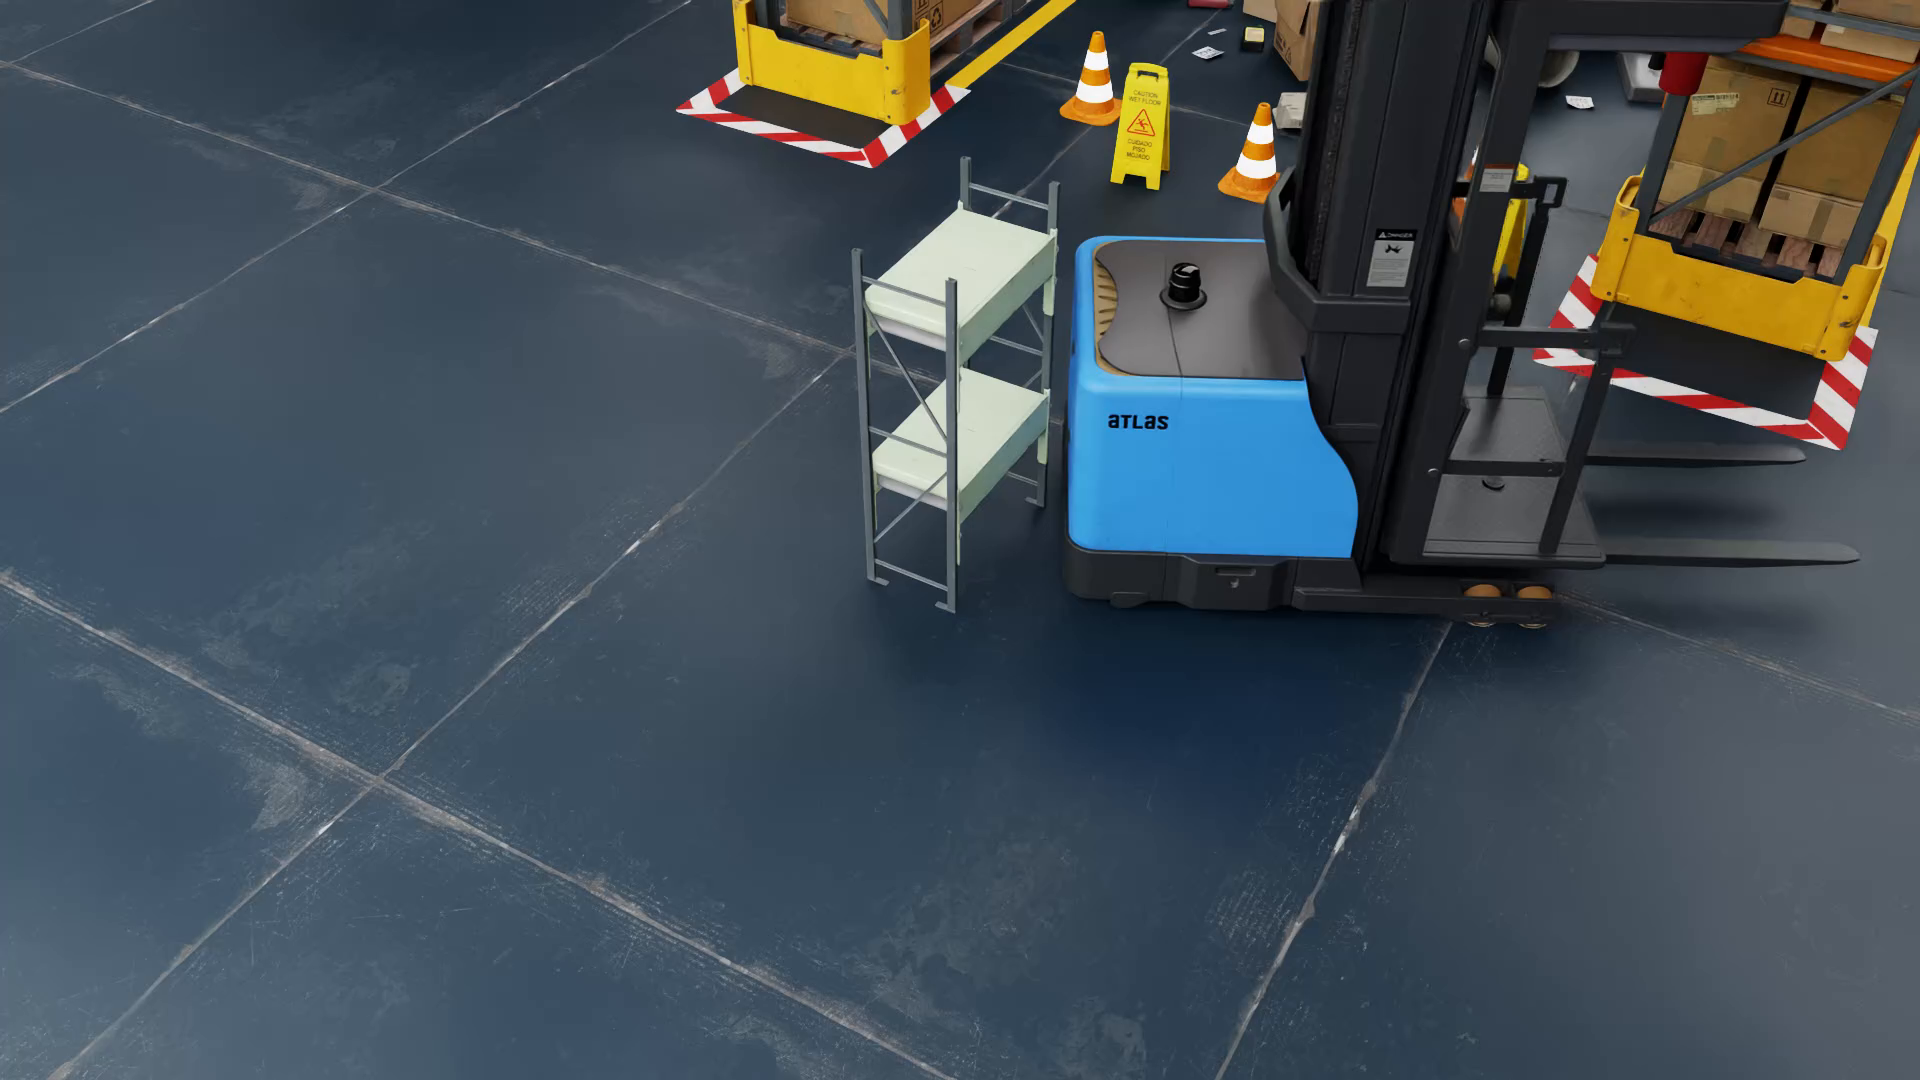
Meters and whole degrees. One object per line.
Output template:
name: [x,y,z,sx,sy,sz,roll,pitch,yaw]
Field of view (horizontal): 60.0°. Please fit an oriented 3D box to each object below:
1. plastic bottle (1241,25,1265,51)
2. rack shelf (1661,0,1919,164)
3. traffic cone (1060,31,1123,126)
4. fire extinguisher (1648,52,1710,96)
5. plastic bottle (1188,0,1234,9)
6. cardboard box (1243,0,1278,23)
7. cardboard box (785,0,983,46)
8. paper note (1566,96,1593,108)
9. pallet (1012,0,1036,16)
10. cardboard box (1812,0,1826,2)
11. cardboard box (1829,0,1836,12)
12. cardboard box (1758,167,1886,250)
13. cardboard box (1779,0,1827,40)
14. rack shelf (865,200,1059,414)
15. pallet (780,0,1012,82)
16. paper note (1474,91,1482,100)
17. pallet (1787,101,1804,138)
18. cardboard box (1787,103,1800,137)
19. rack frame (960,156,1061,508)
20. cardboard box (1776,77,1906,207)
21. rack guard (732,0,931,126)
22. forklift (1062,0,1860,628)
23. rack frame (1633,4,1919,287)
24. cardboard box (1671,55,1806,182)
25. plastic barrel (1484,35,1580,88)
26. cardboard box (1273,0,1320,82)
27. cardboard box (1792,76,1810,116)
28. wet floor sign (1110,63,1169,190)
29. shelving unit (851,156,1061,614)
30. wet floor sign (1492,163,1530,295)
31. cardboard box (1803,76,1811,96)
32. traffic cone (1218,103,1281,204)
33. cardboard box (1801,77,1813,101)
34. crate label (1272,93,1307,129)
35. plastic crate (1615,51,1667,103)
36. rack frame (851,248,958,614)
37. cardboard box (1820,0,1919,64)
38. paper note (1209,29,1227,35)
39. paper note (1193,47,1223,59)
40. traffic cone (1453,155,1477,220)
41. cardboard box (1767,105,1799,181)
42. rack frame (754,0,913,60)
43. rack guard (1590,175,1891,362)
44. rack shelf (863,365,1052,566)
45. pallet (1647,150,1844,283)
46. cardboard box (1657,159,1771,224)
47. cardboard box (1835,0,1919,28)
plastic bottle: [1.803,-3.093,10.216,0.133,0.061,0.283,7,42,8]
rack shelf: [4.611,-3.057,8.496,1.077,0.370,4.000,21,45,22]
traffic cone: [0.769,-2.644,9.402,0.336,0.463,0.334,21,45,22]
fire extinguisher: [3.154,-2.240,7.083,0.296,0.674,0.183,21,45,22]
plastic bottle: [1.606,-3.447,10.618,0.283,0.061,0.133,7,42,8]
cardboard box: [2.010,-3.432,10.446,0.396,0.266,0.258,29,49,29]
cardboard box: [-0.444,-3.532,9.781,0.875,0.875,0.875,21,46,22]
paper note: [3.583,-2.537,9.607,0.142,0.019,0.148,7,42,8]
pallet: [0.217,-3.894,11.012,1.003,0.211,1.213,21,45,22]
cardboard box: [3.643,-2.733,7.283,0.500,0.500,0.500,20,45,21]
cardboard box: [4.073,-2.363,7.354,0.380,0.149,0.250,22,46,23]
cardboard box: [4.253,-1.678,8.149,0.500,0.250,0.500,21,45,22]
cardboard box: [3.612,-2.373,7.365,0.380,0.149,0.250,22,46,23]
rack shelf: [-0.003,-0.852,5.992,0.431,0.370,0.720,21,45,22]
pallet: [-0.394,-3.198,10.222,1.003,0.211,1.213,21,45,22]
paper note: [3.006,-2.589,9.682,0.032,0.001,0.123,21,45,22]
pallet: [4.696,-2.328,9.234,1.003,0.211,1.213,21,45,22]
cardboard box: [4.305,-2.455,9.030,0.500,0.250,0.500,19,45,21]
rack frame: [0.180,-0.768,6.488,0.400,1.500,0.023,21,45,22]
cardboard box: [4.264,-1.973,7.917,0.500,0.500,0.500,19,45,21]
rack guard: [-0.738,-2.810,9.562,1.175,0.500,0.348,21,45,22]
forklift: [1.932,-1.124,5.808,3.031,2.935,1.130,2,41,2]
rack frame: [3.610,-2.182,6.958,1.000,3.000,0.127,21,45,22]
cardboard box: [3.785,-2.134,8.099,0.500,0.500,0.500,21,46,22]
plastic barrel: [3.333,-2.898,9.721,0.421,0.421,0.512,-14,43,-15]
cardboard box: [2.297,-3.088,9.876,0.797,0.503,0.637,-7,42,-7]
cardboard box: [4.043,-2.434,8.439,0.500,0.500,0.500,23,46,24]
wet floor sign: [0.973,-2.207,8.767,0.267,0.644,0.232,14,43,15]
shelving unit: [-0.003,-0.559,6.250,0.431,1.500,0.755,21,45,22]
wet floor sign: [2.588,-1.544,8.015,0.232,0.644,0.267,-29,49,-29]
cardboard box: [4.302,-2.720,8.765,0.500,0.500,0.500,20,45,21]
traffic cone: [1.577,-2.075,8.757,0.336,0.463,0.334,21,45,22]
cardboard box: [4.562,-2.735,9.349,0.500,0.250,0.500,20,45,22]
crate label: [1.917,-2.424,9.398,0.250,0.136,0.298,0,41,0]
plastic crate: [4.116,-2.748,9.810,0.402,0.080,0.583,7,42,8]
rack frame: [-0.186,-0.350,6.012,0.400,1.500,0.023,21,45,22]
cardboard box: [3.959,-2.214,7.184,0.380,0.149,0.250,21,46,22]
paper note: [1.598,-3.157,10.328,0.123,0.001,0.032,-21,45,-22]
paper note: [1.507,-2.959,10.088,0.142,0.017,0.144,-29,49,-29]
traffic cone: [2.708,-1.903,8.561,0.336,0.463,0.334,21,45,22]
cardboard box: [4.047,-2.153,8.688,0.500,0.250,0.500,21,46,22]
rack frame: [-0.726,-3.762,8.752,1.000,3.000,0.127,21,45,22]
rack guard: [3.648,-1.288,7.834,1.175,0.500,0.348,21,45,22]
rack shelf: [-0.003,-0.314,6.465,0.431,0.370,0.720,21,45,22]
pallet: [4.085,-1.632,8.444,1.003,0.211,1.213,21,45,22]
cardboard box: [3.793,-1.873,8.370,0.500,0.250,0.500,21,45,22]
cardboard box: [4.087,-2.511,7.031,0.500,0.500,0.500,20,45,21]
